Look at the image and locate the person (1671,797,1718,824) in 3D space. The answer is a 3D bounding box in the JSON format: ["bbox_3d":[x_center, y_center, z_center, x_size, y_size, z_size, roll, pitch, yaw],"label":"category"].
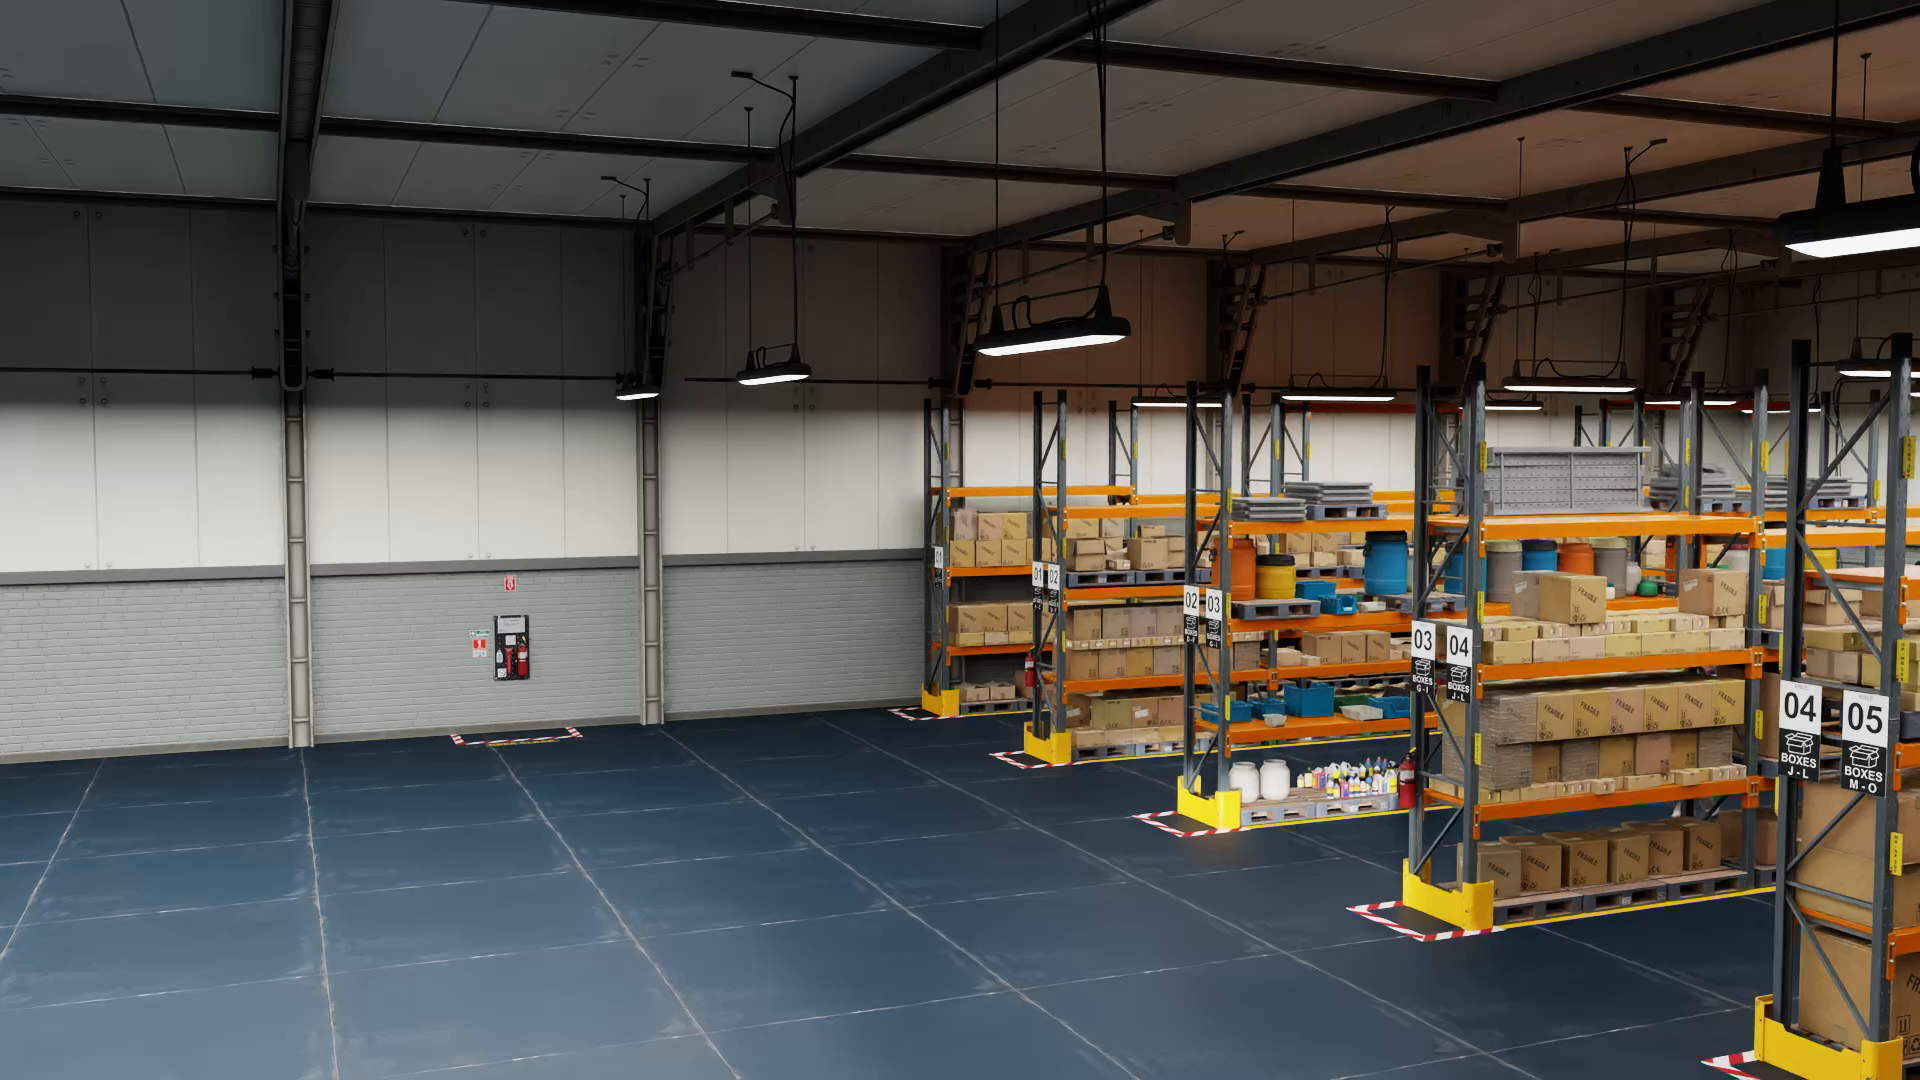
[{"bbox_3d":[9.492,2.990,21.698,1.049,1.718,0.649,0,3,-4],"label":"person"}]

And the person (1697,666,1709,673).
[{"bbox_3d":[13.274,2.558,30.057,0.723,1.683,0.704,-1,3,-13],"label":"person"}]
